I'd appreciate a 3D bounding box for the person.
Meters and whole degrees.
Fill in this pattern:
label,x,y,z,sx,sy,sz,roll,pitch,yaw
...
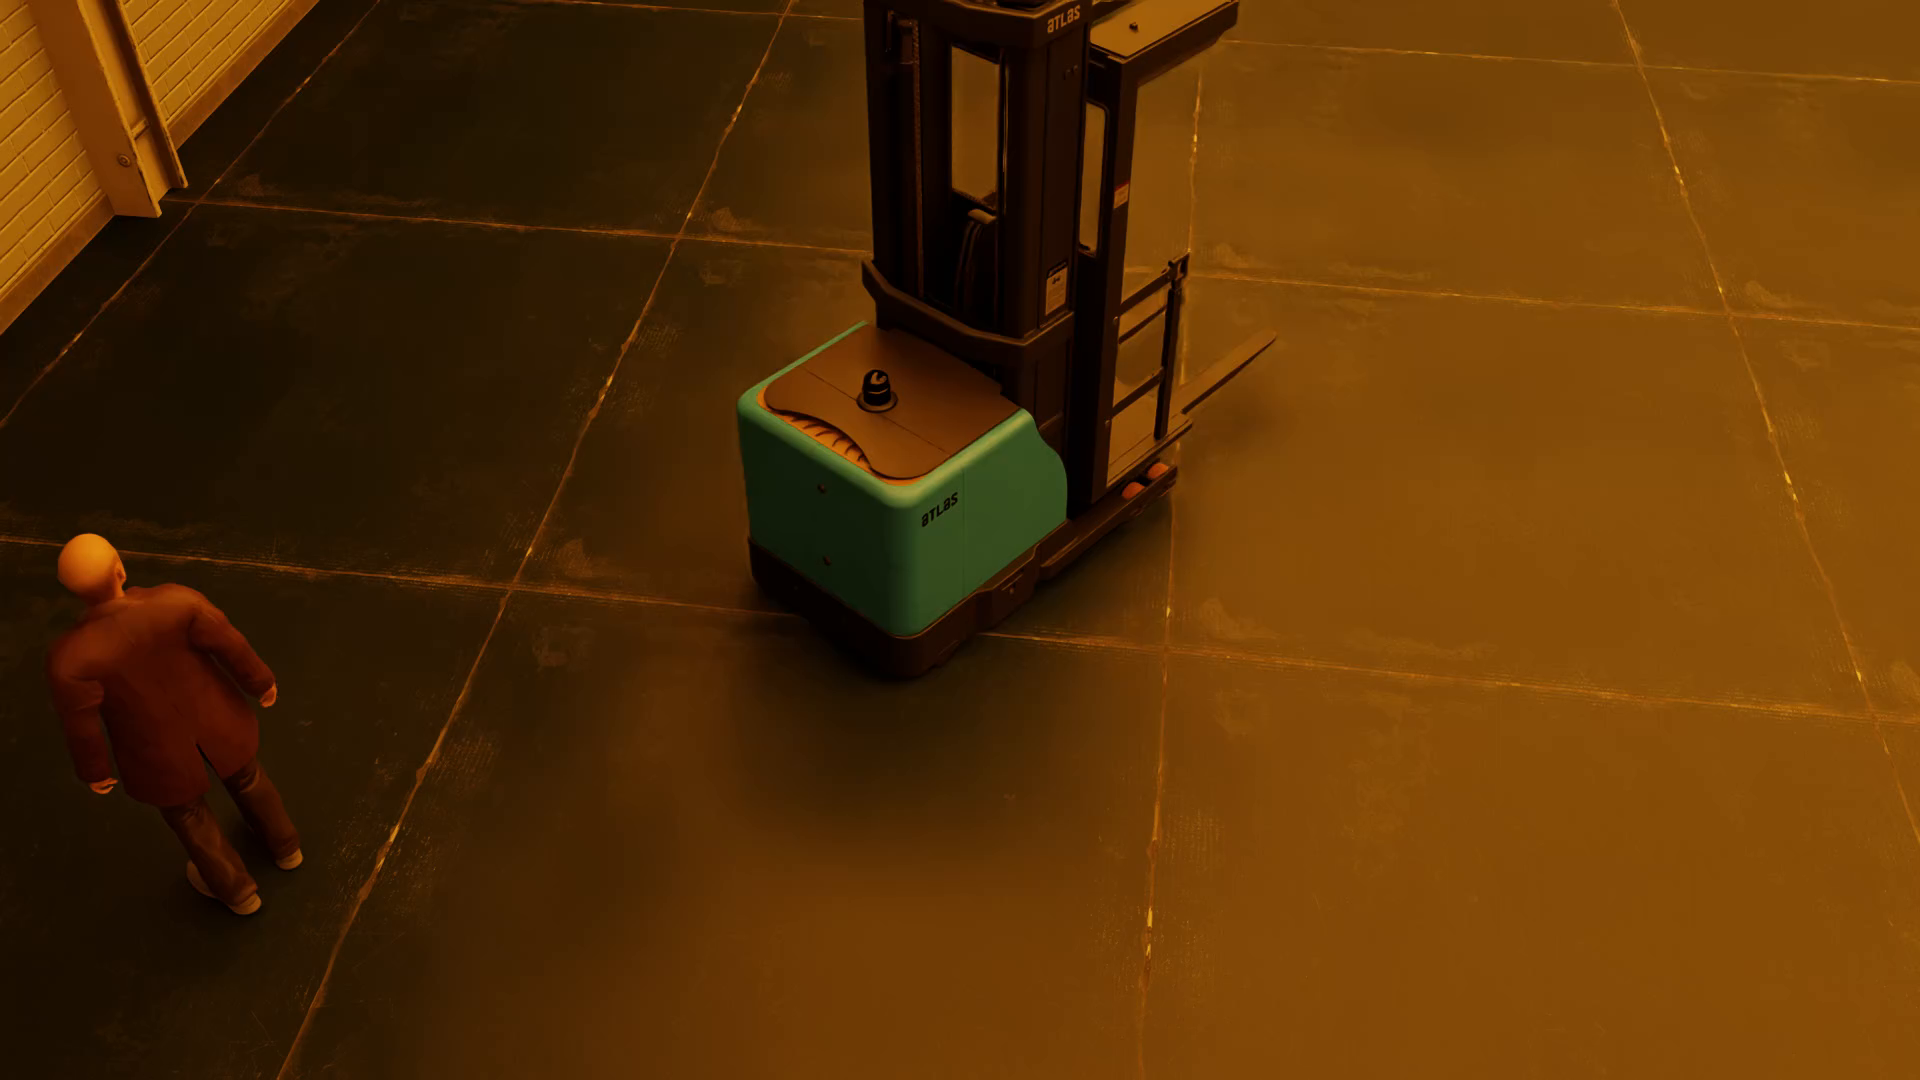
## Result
label,x,y,z,sx,sy,sz,roll,pitch,yaw
person,-2.795,0.629,5.892,0.705,1.778,0.456,-33,52,-31

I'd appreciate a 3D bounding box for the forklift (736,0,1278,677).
label,x,y,z,sx,sy,sz,roll,pitch,yaw
forklift,0.407,-1.401,7.250,1.130,2.935,3.031,32,51,30
